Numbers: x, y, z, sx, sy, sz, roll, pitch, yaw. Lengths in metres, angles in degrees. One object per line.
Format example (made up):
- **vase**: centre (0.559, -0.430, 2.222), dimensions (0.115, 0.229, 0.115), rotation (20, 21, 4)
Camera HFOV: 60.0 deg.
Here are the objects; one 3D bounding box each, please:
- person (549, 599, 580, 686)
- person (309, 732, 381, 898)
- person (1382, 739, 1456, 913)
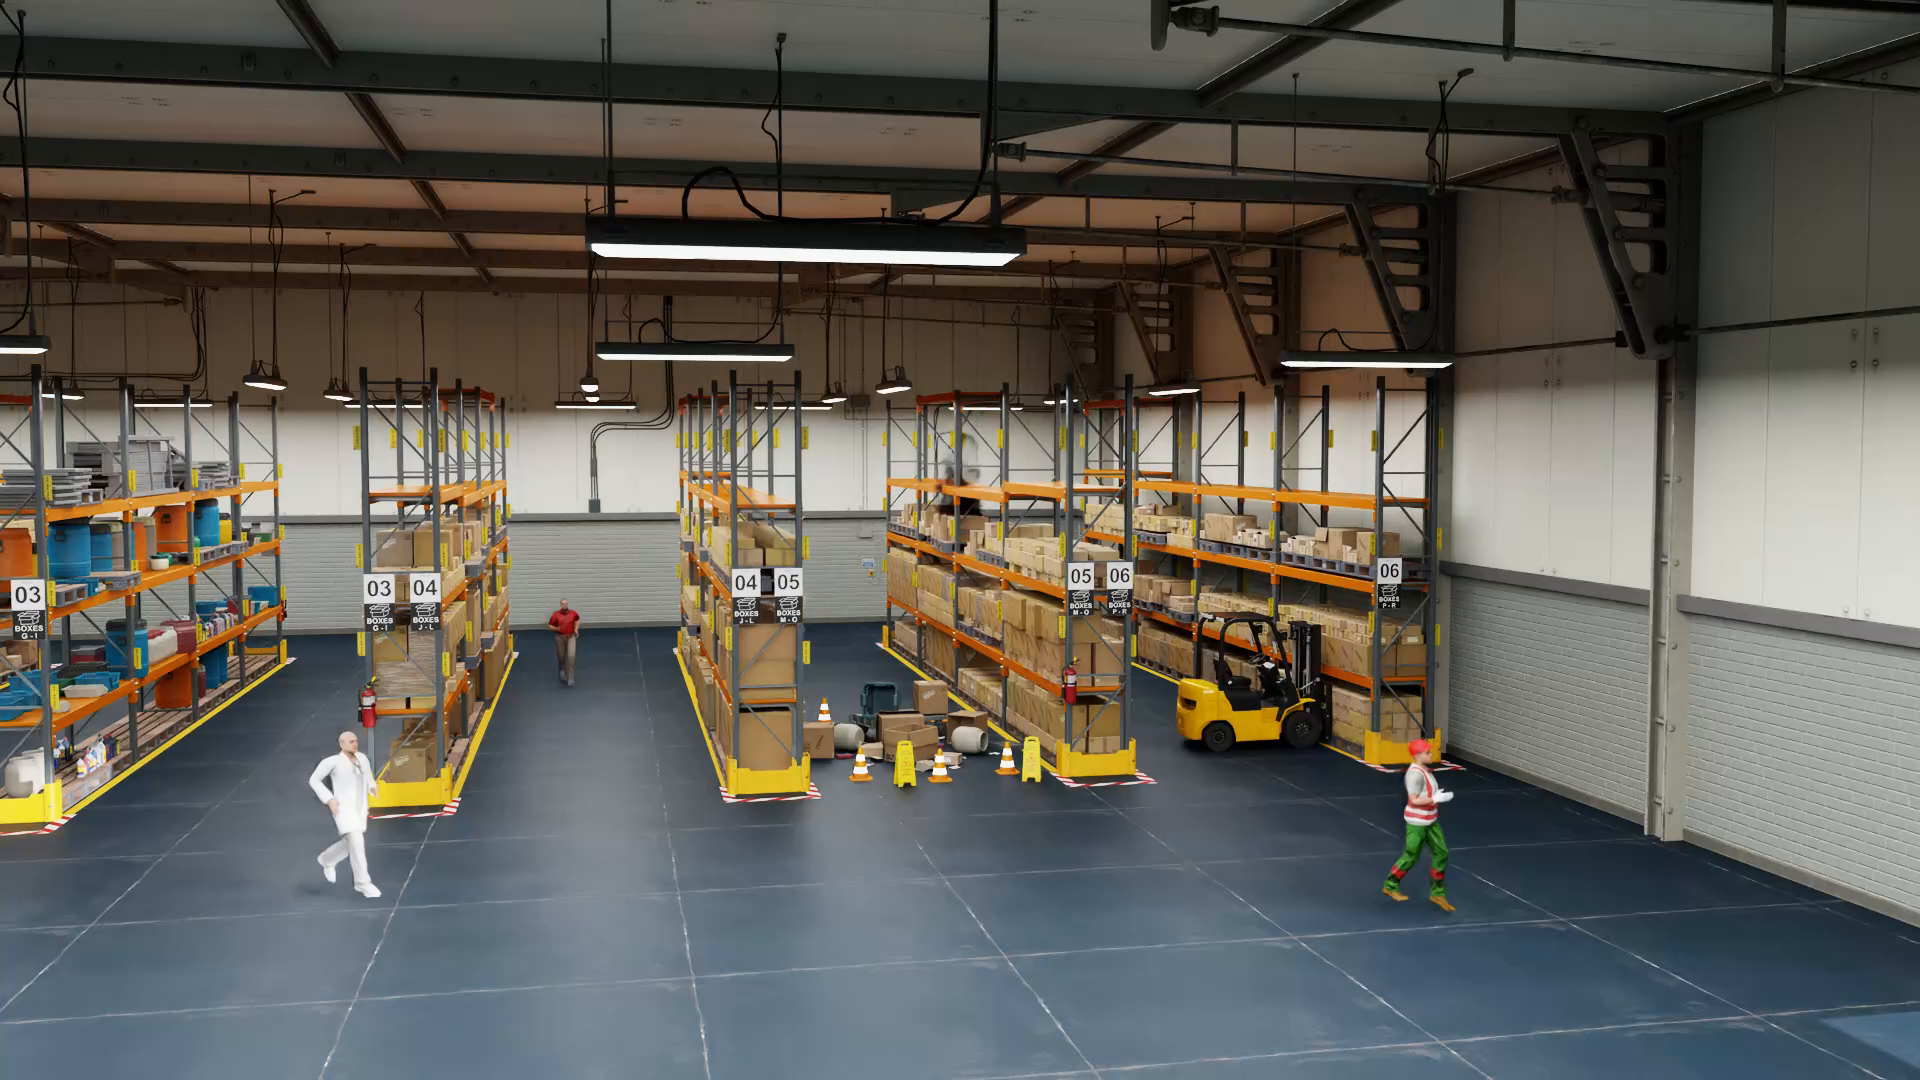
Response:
- **person**: centre (-8.161, 2.089, 34.369), dimensions (0.660, 1.753, 0.969), rotation (-1, 4, -18)
- **person**: centre (-6.800, 3.117, 18.455), dimensions (1.008, 1.587, 0.720), rotation (2, 4, 25)
- **person**: centre (4.904, 3.041, 17.752), dimensions (0.775, 1.840, 0.638), rotation (2, 4, 35)
